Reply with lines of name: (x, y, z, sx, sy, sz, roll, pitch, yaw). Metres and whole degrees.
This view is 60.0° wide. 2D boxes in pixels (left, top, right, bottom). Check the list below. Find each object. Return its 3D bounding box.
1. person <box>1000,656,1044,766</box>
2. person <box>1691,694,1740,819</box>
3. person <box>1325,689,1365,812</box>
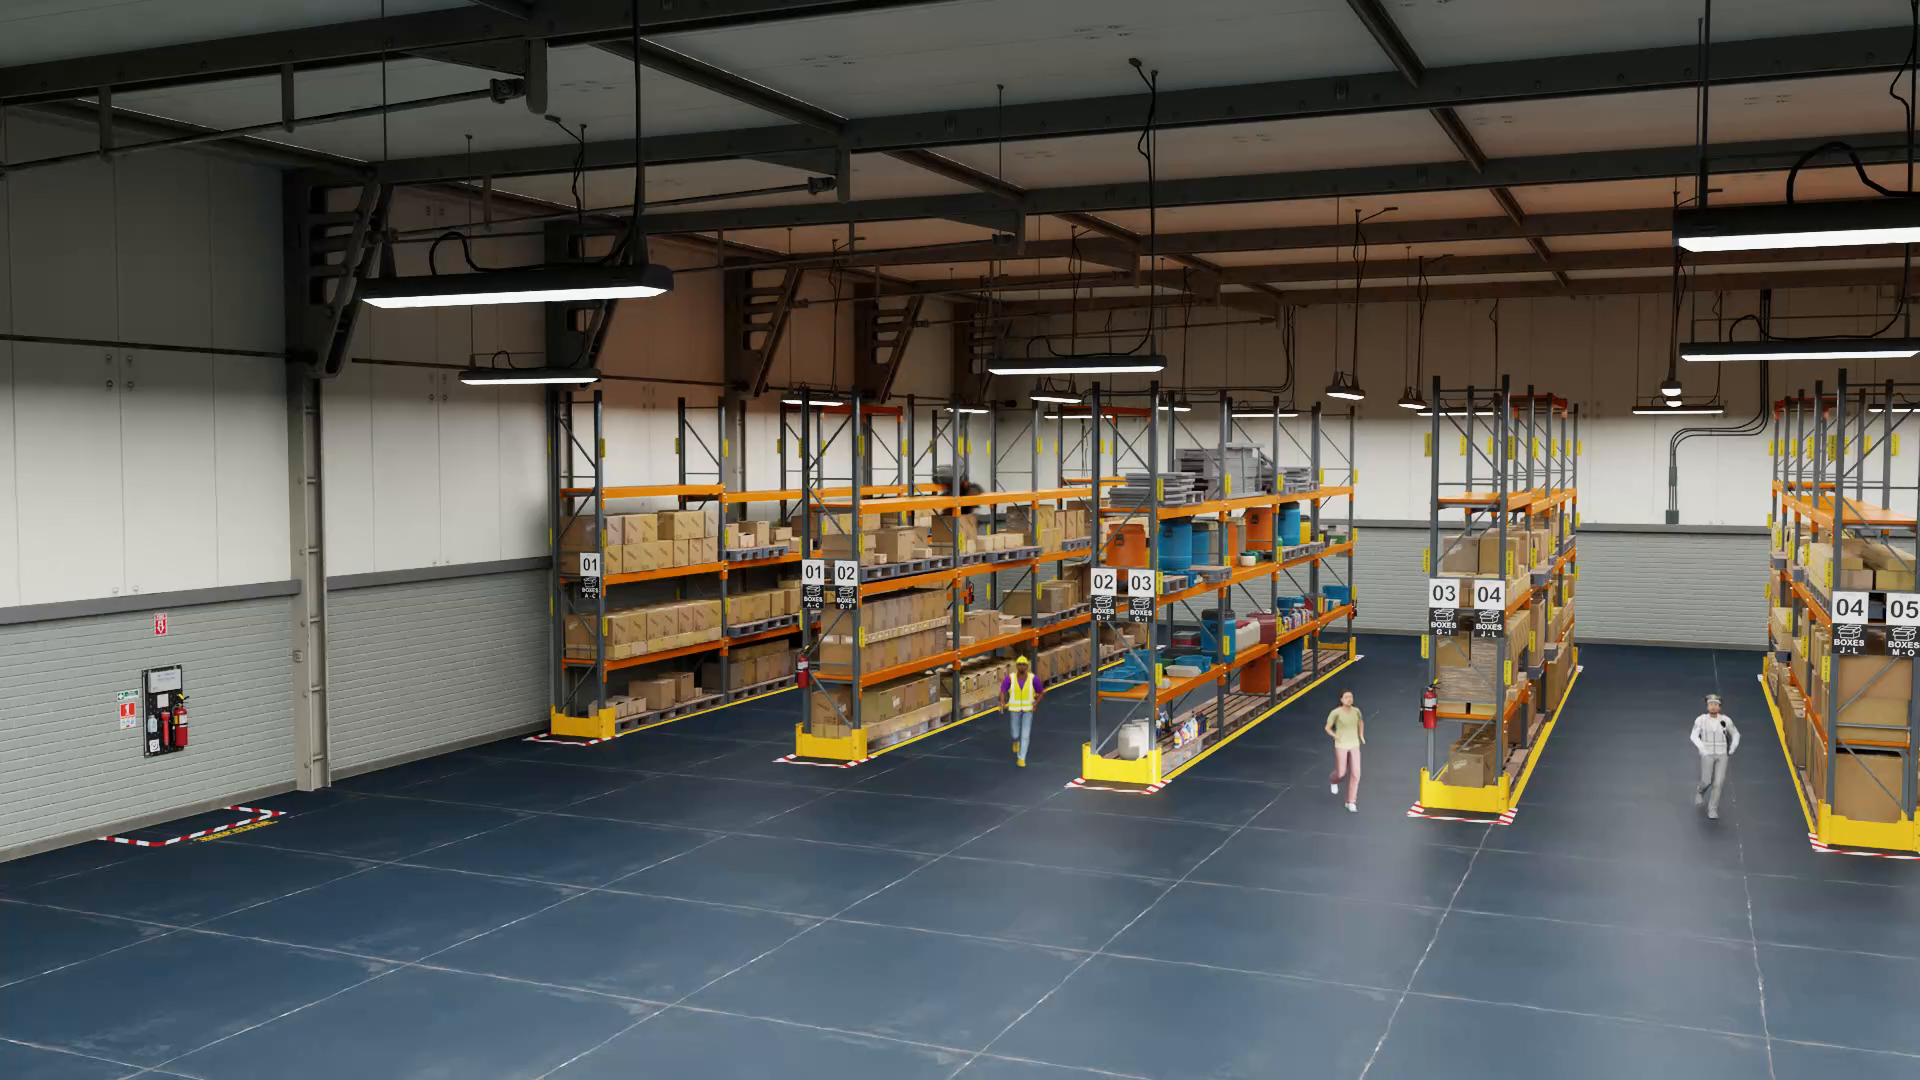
person: (0.981, 2.695, 26.345, 0.705, 1.722, 0.585, 0, 3, 3)
person: (10.297, 2.933, 22.656, 0.623, 1.642, 0.677, 1, 3, 21)
person: (5.386, 2.900, 23.225, 0.595, 1.647, 0.834, 0, 3, -7)
